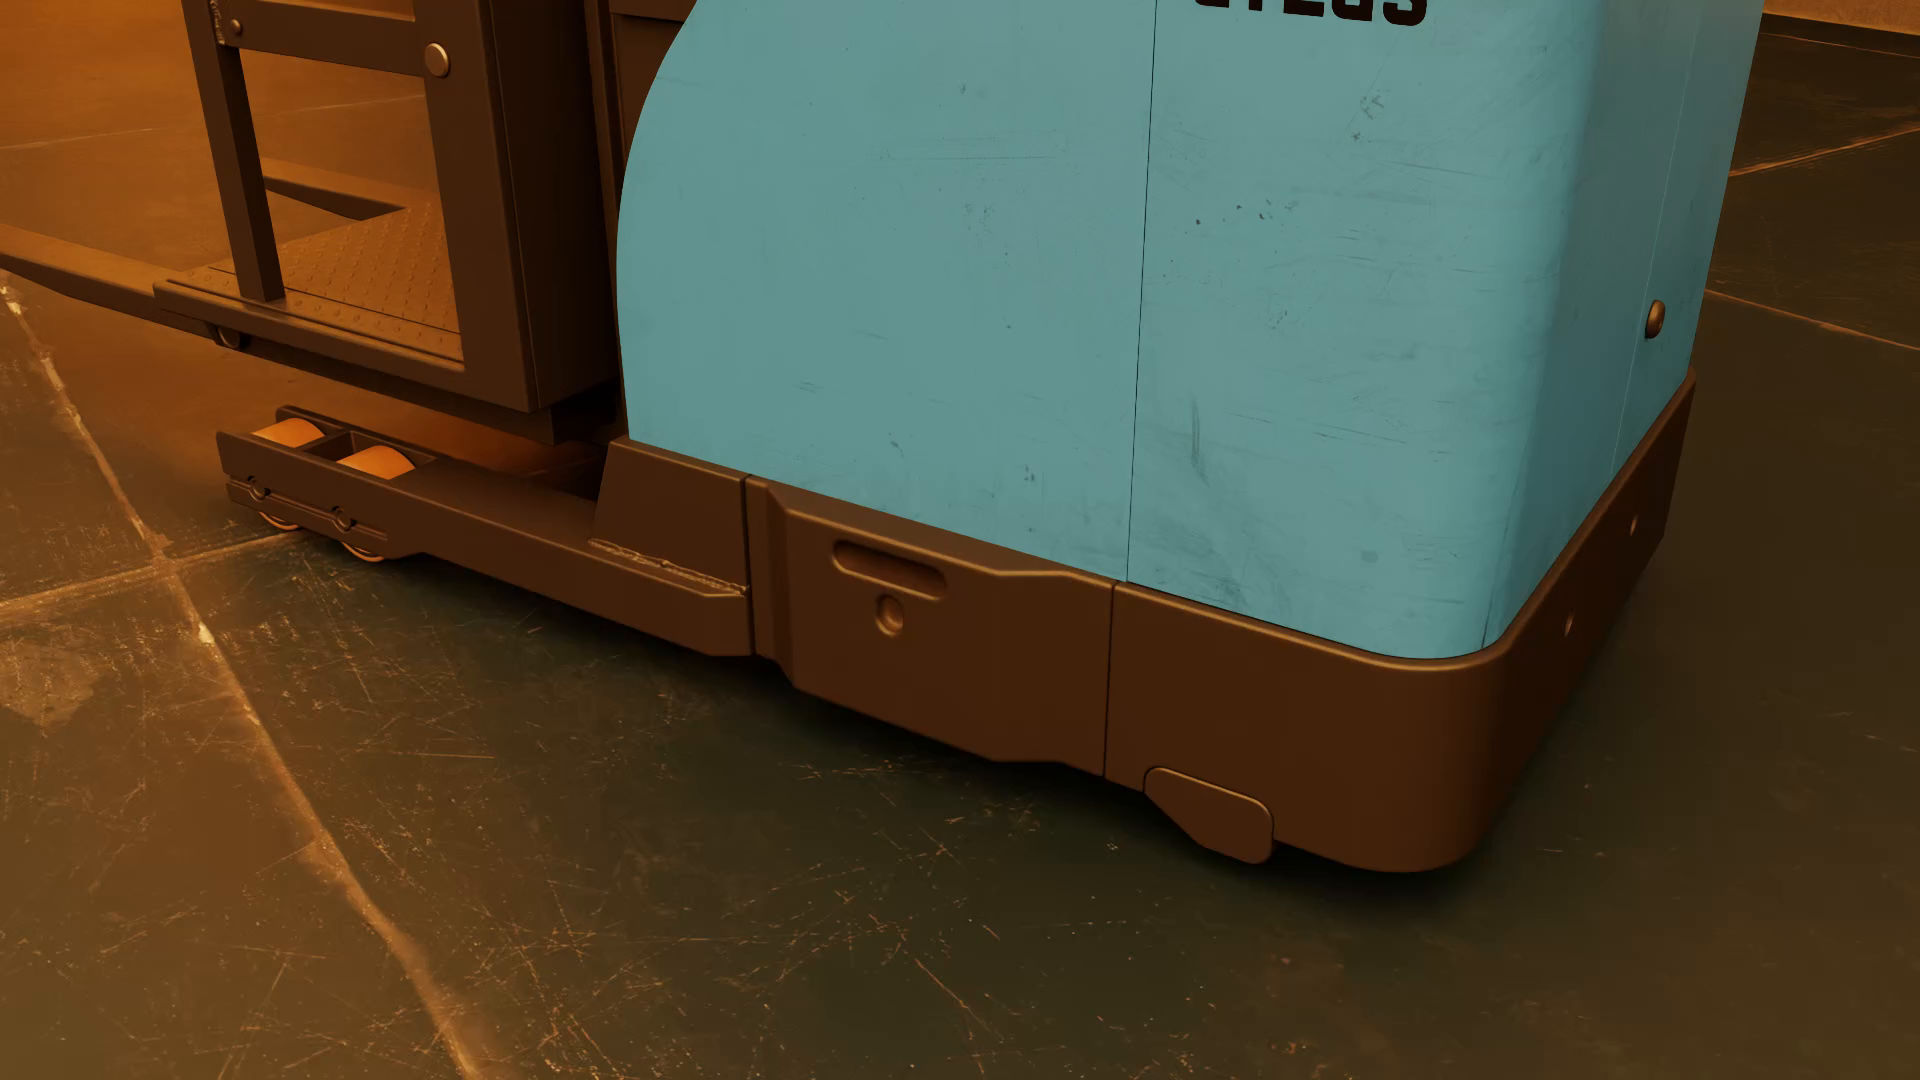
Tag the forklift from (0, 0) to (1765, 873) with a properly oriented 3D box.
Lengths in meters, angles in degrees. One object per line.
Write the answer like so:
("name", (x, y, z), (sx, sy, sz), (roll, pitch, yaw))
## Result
("forklift", (-0.511, -1.459, 2.139), (3.031, 2.935, 1.130), (16, 31, 29))
